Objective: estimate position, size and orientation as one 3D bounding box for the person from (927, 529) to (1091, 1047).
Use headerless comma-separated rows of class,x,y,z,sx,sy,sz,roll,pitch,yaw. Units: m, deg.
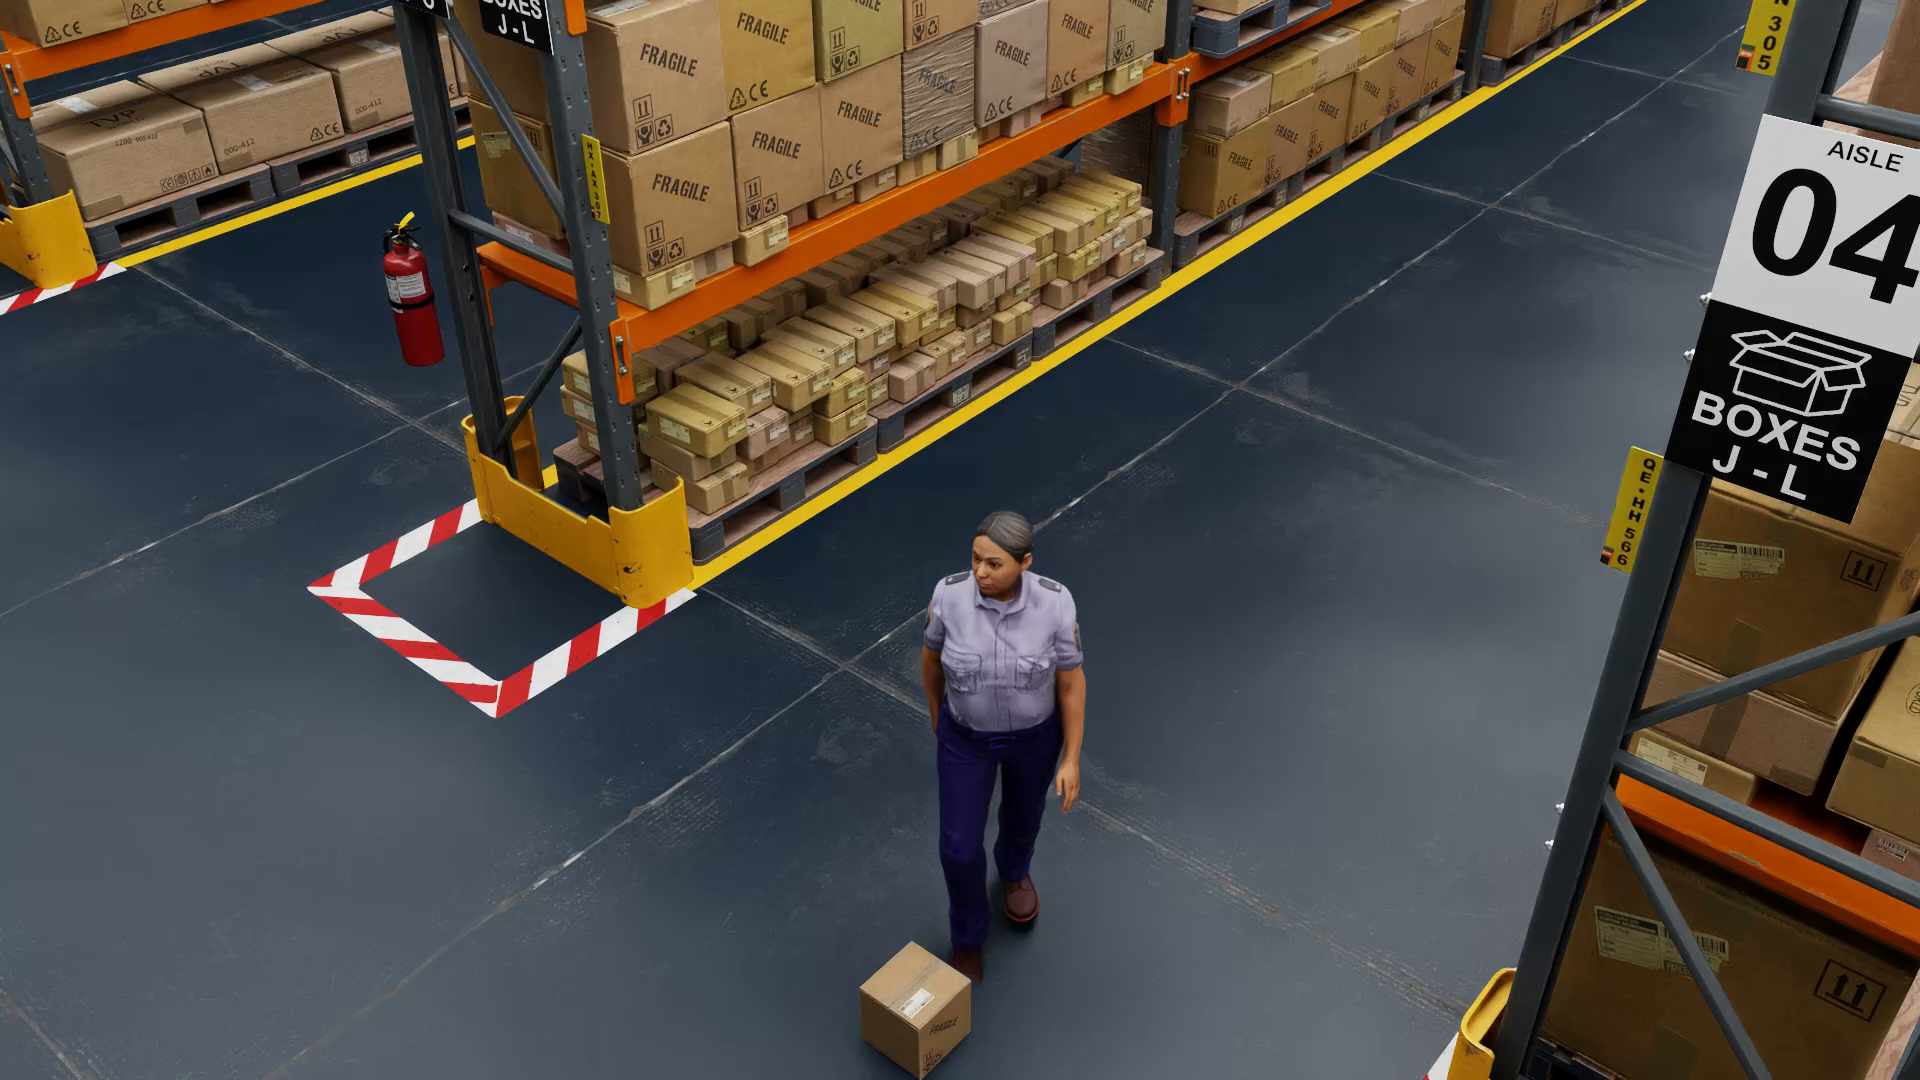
person,0.126,0.722,5.129,0.525,1.599,0.889,5,36,7
